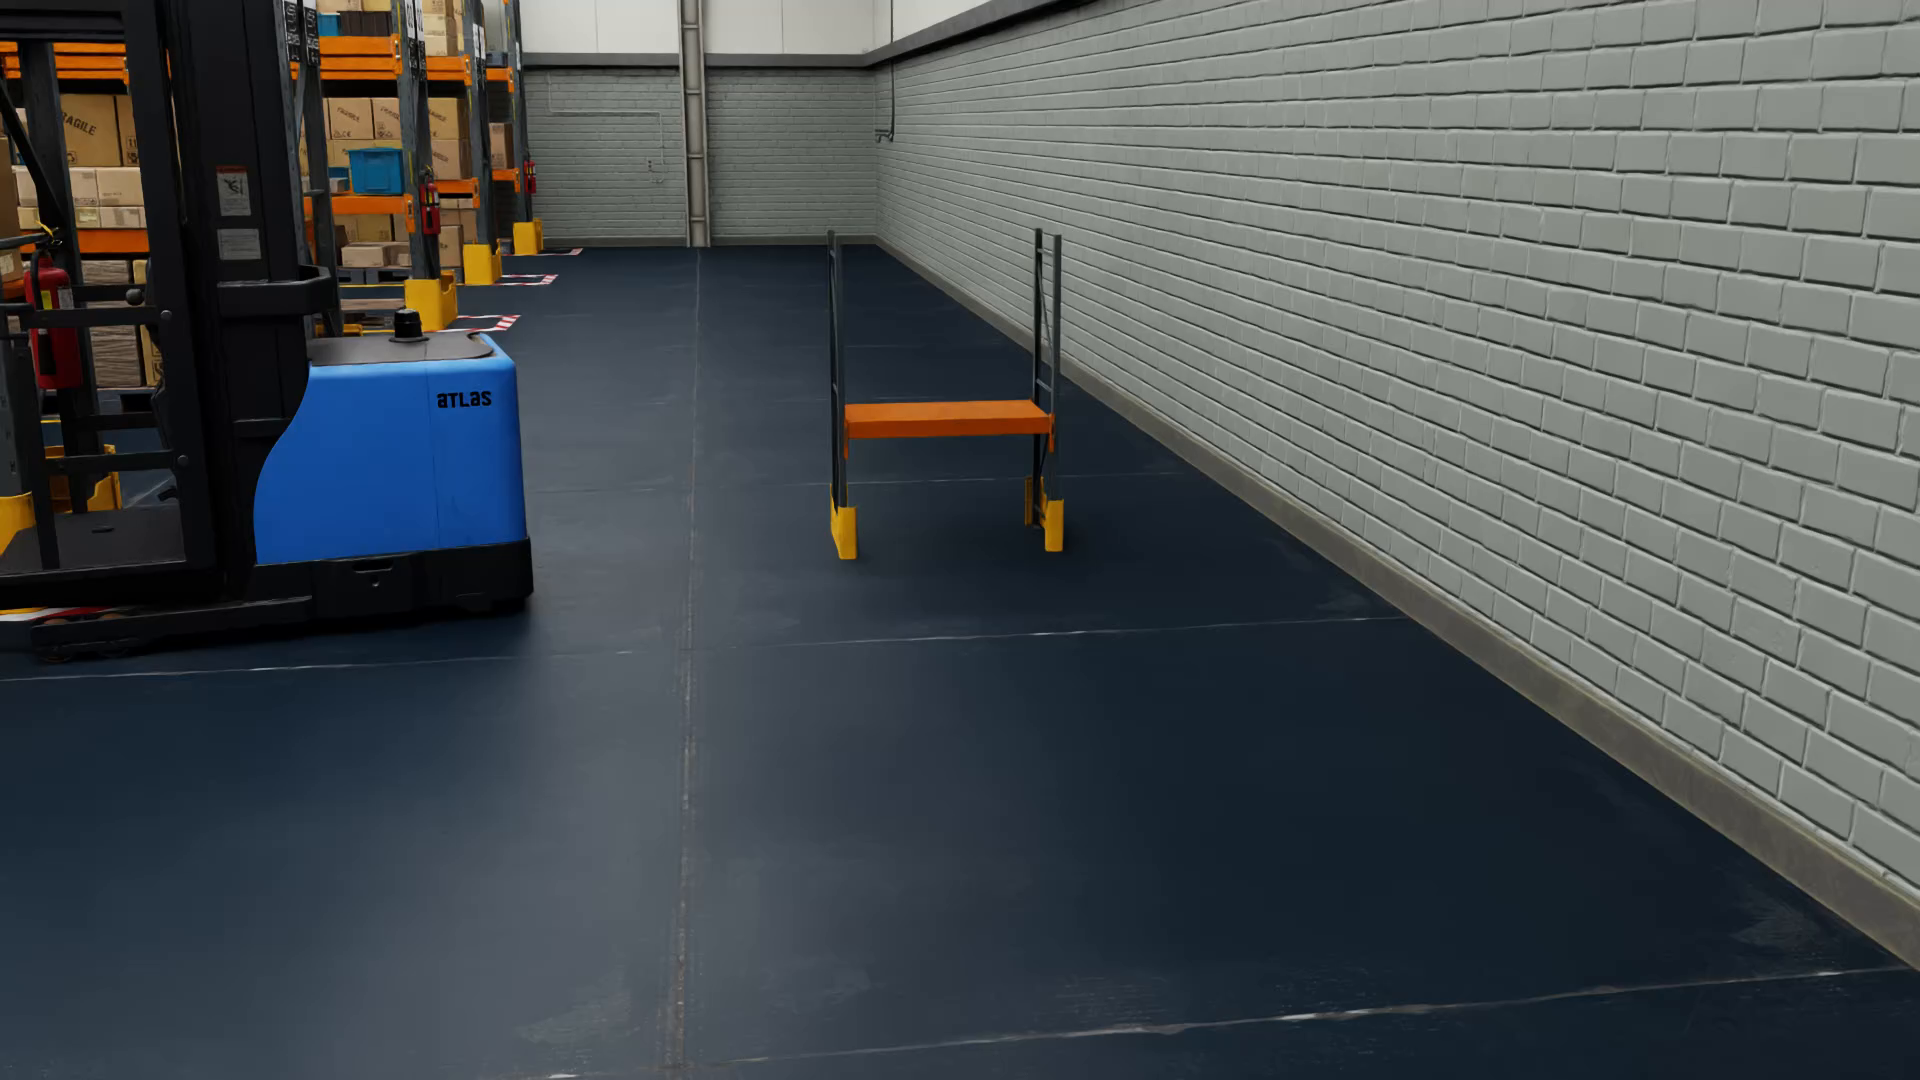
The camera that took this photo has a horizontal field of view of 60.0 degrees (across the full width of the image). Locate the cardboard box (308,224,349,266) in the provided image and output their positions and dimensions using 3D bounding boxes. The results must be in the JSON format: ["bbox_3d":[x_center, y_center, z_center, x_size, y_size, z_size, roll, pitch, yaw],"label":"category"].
[{"bbox_3d":[-8.263,-3.792,21.403,0.637,0.503,0.797,-2,14,-8],"label":"cardboard box"}]

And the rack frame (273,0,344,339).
[{"bbox_3d":[-4.693,-2.482,11.952,0.127,3.000,1.000,-2,14,-8],"label":"rack frame"}]

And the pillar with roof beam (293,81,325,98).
[{"bbox_3d":[-9.657,-8.019,21.699,0.400,9.000,9.100,-2,14,-8],"label":"pillar with roof beam"}]

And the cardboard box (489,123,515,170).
[{"bbox_3d":[-7.410,-6.181,26.085,0.700,0.700,0.980,-1,14,-6],"label":"cardboard box"}]

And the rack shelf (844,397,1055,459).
[{"bbox_3d":[-0.084,-0.550,8.071,1.000,0.185,0.538,-2,14,-8],"label":"rack shelf"}]

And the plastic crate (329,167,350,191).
[{"bbox_3d":[-6.375,-3.668,16.901,0.300,0.233,0.416,-2,14,-8],"label":"plastic crate"}]

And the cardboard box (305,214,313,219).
[{"bbox_3d":[-10.107,-4.905,25.890,0.500,0.500,0.700,-2,14,-8],"label":"cardboard box"}]

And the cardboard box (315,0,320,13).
[{"bbox_3d":[-8.164,-6.794,20.717,0.500,0.500,0.700,-2,14,-8],"label":"cardboard box"}]

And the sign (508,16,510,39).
[{"bbox_3d":[-6.840,-7.771,25.220,0.005,0.325,0.100,-2,14,-8],"label":"sign"}]

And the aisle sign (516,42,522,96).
[{"bbox_3d":[-6.791,-7.248,25.612,0.004,0.787,0.394,-2,14,-8],"label":"aisle sign"}]

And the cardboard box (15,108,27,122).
[{"bbox_3d":[-13.799,-6.307,24.804,0.500,0.250,0.500,-2,14,-9],"label":"cardboard box"}]

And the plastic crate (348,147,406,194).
[{"bbox_3d":[-5.734,-3.663,16.464,0.499,0.435,0.616,-2,14,-8],"label":"plastic crate"}]

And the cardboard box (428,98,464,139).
[{"bbox_3d":[-6.564,-5.316,20.993,0.500,0.500,0.500,-2,14,-9],"label":"cardboard box"}]

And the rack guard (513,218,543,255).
[{"bbox_3d":[-6.883,-4.845,26.513,0.348,0.500,1.175,-2,14,-8],"label":"rack guard"}]

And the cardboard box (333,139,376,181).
[{"bbox_3d":[-7.574,-4.795,20.971,0.500,0.500,0.500,-2,14,-8],"label":"cardboard box"}]

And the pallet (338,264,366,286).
[{"bbox_3d":[-8.232,-3.437,21.494,1.213,0.211,1.003,-2,14,-8],"label":"pallet"}]

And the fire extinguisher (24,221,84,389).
[{"bbox_3d":[-3.736,-0.965,6.829,0.183,0.674,0.296,-2,14,-8],"label":"fire extinguisher"}]

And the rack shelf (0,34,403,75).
[{"bbox_3d":[-7.409,-4.707,16.137,4.000,0.370,1.077,-2,14,-8],"label":"rack shelf"}]

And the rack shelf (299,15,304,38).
[{"bbox_3d":[-6.671,-3.516,11.386,4.000,0.370,1.077,-2,14,-8],"label":"rack shelf"}]

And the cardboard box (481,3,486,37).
[{"bbox_3d":[-7.665,-8.086,25.830,0.500,0.500,0.500,-3,14,-10],"label":"cardboard box"}]

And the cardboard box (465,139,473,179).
[{"bbox_3d":[-6.643,-4.961,21.631,0.500,0.500,0.500,-2,14,-7],"label":"cardboard box"}]

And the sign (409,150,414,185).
[{"bbox_3d":[-5.333,-3.621,16.158,0.005,0.325,0.100,-2,14,-8],"label":"sign"}]

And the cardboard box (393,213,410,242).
[{"bbox_3d":[-8.576,-4.962,26.115,0.500,0.500,0.700,-3,14,-10],"label":"cardboard box"}]

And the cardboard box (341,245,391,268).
[{"bbox_3d":[-7.610,-3.639,21.312,0.500,0.250,0.500,-2,14,-8],"label":"cardboard box"}]

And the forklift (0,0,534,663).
[{"bbox_3d":[-3.378,-1.098,6.575,3.031,2.935,1.130,-5,15,-21],"label":"forklift"}]

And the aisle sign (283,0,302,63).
[{"bbox_3d":[-4.577,-3.673,11.359,0.004,0.787,0.394,-2,14,-8],"label":"aisle sign"}]

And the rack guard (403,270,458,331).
[{"bbox_3d":[-5.409,-2.465,17.023,0.348,0.500,1.175,-2,14,-8],"label":"rack guard"}]

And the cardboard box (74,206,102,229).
[{"bbox_3d":[-6.006,-2.231,11.467,0.250,0.149,0.380,-2,14,-10],"label":"cardboard box"}]

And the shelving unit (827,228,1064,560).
[{"bbox_3d":[-0.075,-0.725,8.028,1.083,1.500,0.587,-2,14,-8],"label":"shelving unit"}]

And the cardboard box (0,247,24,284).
[{"bbox_3d":[-4.423,-1.231,7.479,0.250,0.149,0.380,-2,14,-9],"label":"cardboard box"}]

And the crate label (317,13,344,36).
[{"bbox_3d":[-6.391,-5.101,16.533,0.502,0.251,0.408,-2,14,-8],"label":"crate label"}]

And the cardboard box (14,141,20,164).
[{"bbox_3d":[-11.858,-4.893,20.499,0.500,0.500,0.700,-6,15,-23],"label":"cardboard box"}]

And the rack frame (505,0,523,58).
[{"bbox_3d":[-6.907,-8.966,25.475,0.127,3.000,1.000,-2,14,-8],"label":"rack frame"}]

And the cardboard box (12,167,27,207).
[{"bbox_3d":[-6.652,-2.416,11.384,0.500,0.250,0.500,-2,14,-8],"label":"cardboard box"}]

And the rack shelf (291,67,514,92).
[{"bbox_3d":[-8.884,-7.090,25.639,4.000,0.370,1.077,-2,14,-8],"label":"rack shelf"}]

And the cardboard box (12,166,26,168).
[{"bbox_3d":[-6.733,-2.543,11.893,0.500,0.250,0.500,-2,14,-9],"label":"cardboard box"}]

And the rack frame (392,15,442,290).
[{"bbox_3d":[-5.431,-3.673,16.703,0.127,3.000,1.000,-2,14,-8],"label":"rack frame"}]

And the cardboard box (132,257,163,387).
[{"bbox_3d":[-5.314,-1.613,11.991,0.875,0.875,0.875,-2,14,-8],"label":"cardboard box"}]

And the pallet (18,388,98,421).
[{"bbox_3d":[-6.676,-1.038,11.928,1.213,0.211,1.003,-2,14,-8],"label":"pallet"}]

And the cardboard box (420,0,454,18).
[{"bbox_3d":[-6.671,-6.831,20.866,0.500,0.500,0.700,-2,14,-8],"label":"cardboard box"}]

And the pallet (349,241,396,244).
[{"bbox_3d":[-8.890,-4.613,26.181,1.213,0.211,1.003,-2,14,-8],"label":"pallet"}]

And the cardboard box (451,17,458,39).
[{"bbox_3d":[-6.712,-6.534,21.222,0.500,0.250,0.500,-2,14,-8],"label":"cardboard box"}]

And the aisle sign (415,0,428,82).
[{"bbox_3d":[-5.404,-5.008,16.682,0.004,0.787,0.394,-2,14,-8],"label":"aisle sign"}]

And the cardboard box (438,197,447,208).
[{"bbox_3d":[-8.239,-5.338,26.282,0.250,0.149,0.380,-2,14,-8],"label":"cardboard box"}]

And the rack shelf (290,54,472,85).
[{"bbox_3d":[-8.143,-5.899,20.888,4.000,0.370,1.077,-2,14,-8],"label":"rack shelf"}]

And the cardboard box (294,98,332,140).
[{"bbox_3d":[-8.084,-5.259,20.765,0.500,0.500,0.500,-2,14,-7],"label":"cardboard box"}]
